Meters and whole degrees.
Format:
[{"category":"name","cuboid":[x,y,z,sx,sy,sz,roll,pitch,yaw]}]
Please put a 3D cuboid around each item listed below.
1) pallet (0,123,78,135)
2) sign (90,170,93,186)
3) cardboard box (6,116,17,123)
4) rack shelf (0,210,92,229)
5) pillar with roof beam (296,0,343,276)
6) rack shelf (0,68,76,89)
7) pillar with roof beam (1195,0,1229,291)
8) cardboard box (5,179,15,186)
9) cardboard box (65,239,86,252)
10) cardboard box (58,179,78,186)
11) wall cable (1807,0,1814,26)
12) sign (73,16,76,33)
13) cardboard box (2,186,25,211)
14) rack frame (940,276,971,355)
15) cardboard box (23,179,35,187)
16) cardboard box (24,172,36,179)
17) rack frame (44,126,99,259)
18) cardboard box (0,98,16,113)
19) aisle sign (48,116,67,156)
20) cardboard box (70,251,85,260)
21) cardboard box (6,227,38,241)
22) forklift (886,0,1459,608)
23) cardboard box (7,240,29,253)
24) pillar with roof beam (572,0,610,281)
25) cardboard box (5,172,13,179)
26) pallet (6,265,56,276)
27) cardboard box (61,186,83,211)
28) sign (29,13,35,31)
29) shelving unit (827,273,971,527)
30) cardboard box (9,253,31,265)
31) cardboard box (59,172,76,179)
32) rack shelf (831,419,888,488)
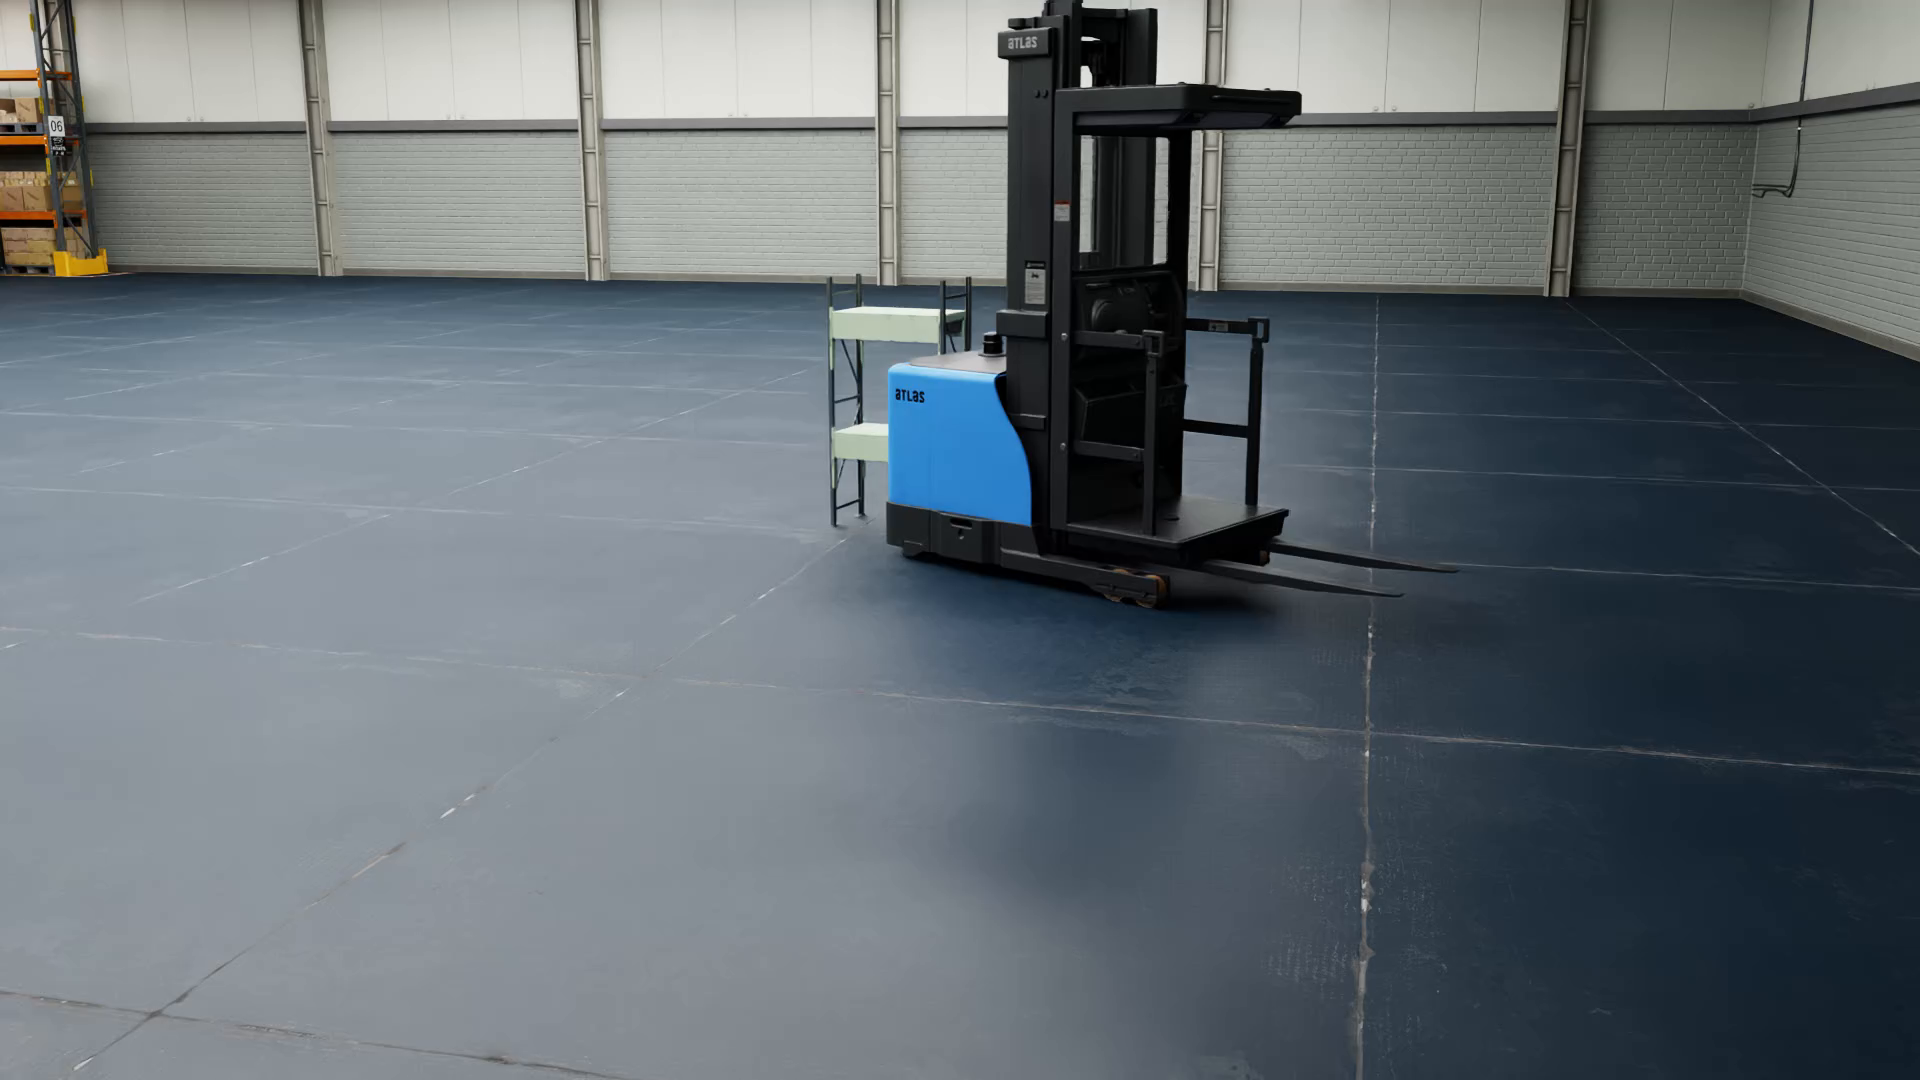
[{"category":"pallet","cuboid":[-19.040,-8.477,34.296,1.213,0.211,1.003,3,13,14]},{"category":"sign","cuboid":[-18.221,-7.591,34.843,0.005,0.325,0.100,3,13,14]},{"category":"cardboard box","cuboid":[-19.237,-8.588,33.973,0.250,0.149,0.380,3,13,12]},{"category":"rack shelf","cuboid":[-20.301,-6.766,34.967,4.000,0.370,1.077,3,13,14]},{"category":"pillar with roof beam","cuboid":[-14.026,-8.951,29.305,0.400,9.000,9.100,3,13,14]},{"category":"rack shelf","cuboid":[-20.301,-9.500,34.360,4.000,0.370,1.077,3,13,14]},{"category":"pillar with roof beam","cuboid":[3.450,-8.017,25.094,0.400,9.000,9.100,3,13,14]},{"category":"cardboard box","cuboid":[-19.494,-7.387,34.375,0.250,0.149,0.380,3,13,13]},{"category":"cardboard box","cuboid":[-18.766,-6.189,34.926,0.500,0.250,0.500,3,13,15]},{"category":"cardboard box","cuboid":[-18.627,-7.451,34.665,0.250,0.149,0.380,3,13,12]},{"category":"wall cable","cuboid":[12.202,-8.561,23.054,0.112,2.526,3.097,3,13,14]},{"category":"sign","cuboid":[-18.220,-10.592,34.178,0.005,0.325,0.100,3,13,14]},{"category":"cardboard box","cuboid":[-19.402,-7.062,34.407,0.500,0.500,0.500,3,13,15]},{"category":"rack frame","cuboid":[-0.024,-0.787,9.819,0.023,1.500,0.400,6,14,24]},{"category":"cardboard box","cuboid":[-19.018,-7.345,34.187,0.250,0.149,0.380,3,13,14]},{"category":"cardboard box","cuboid":[-19.005,-7.505,34.220,0.250,0.149,0.380,3,13,14]},{"category":"rack frame","cuboid":[-18.359,-7.014,34.421,0.127,3.000,1.000,3,13,14]},{"category":"cardboard box","cuboid":[-19.818,-8.827,34.236,0.500,0.500,0.700,3,13,14]},{"category":"aisle sign","cuboid":[-18.366,-8.218,33.846,0.004,0.787,0.394,3,13,14]},{"category":"cardboard box","cuboid":[-18.789,-5.943,34.974,0.500,0.250,0.500,3,13,14]},{"category":"cardboard box","cuboid":[-19.378,-6.348,34.491,0.500,0.250,0.500,3,13,15]},{"category":"forklift","cuboid":[1.043,-1.224,8.483,3.031,2.935,1.130,10,16,39]},{"category":"cardboard box","cuboid":[-19.391,-6.108,34.564,0.500,0.250,0.500,3,13,13]},{"category":"pillar with roof beam","cuboid":[-8.200,-8.640,27.901,0.400,9.000,9.100,3,13,14]},{"category":"cardboard box","cuboid":[-19.489,-7.541,34.384,0.250,0.149,0.380,3,13,14]},{"category":"pallet","cuboid":[-19.112,-5.683,34.862,1.213,0.211,1.003,3,13,14]},{"category":"cardboard box","cuboid":[-18.774,-7.147,34.789,0.500,0.500,0.500,3,13,15]},{"category":"sign","cuboid":[-18.503,-10.324,33.151,0.005,0.325,0.100,3,13,14]},{"category":"shelving unit","cuboid":[-0.358,-0.819,9.965,0.755,1.500,0.431,6,14,24]},{"category":"cardboard box","cuboid":[-19.372,-5.862,34.609,0.500,0.250,0.500,3,13,14]},{"category":"cardboard box","cuboid":[-18.634,-7.587,34.589,0.250,0.149,0.380,3,13,12]},{"category":"rack shelf","cuboid":[-0.358,-0.501,10.035,0.720,0.370,0.431,6,14,24]}]
